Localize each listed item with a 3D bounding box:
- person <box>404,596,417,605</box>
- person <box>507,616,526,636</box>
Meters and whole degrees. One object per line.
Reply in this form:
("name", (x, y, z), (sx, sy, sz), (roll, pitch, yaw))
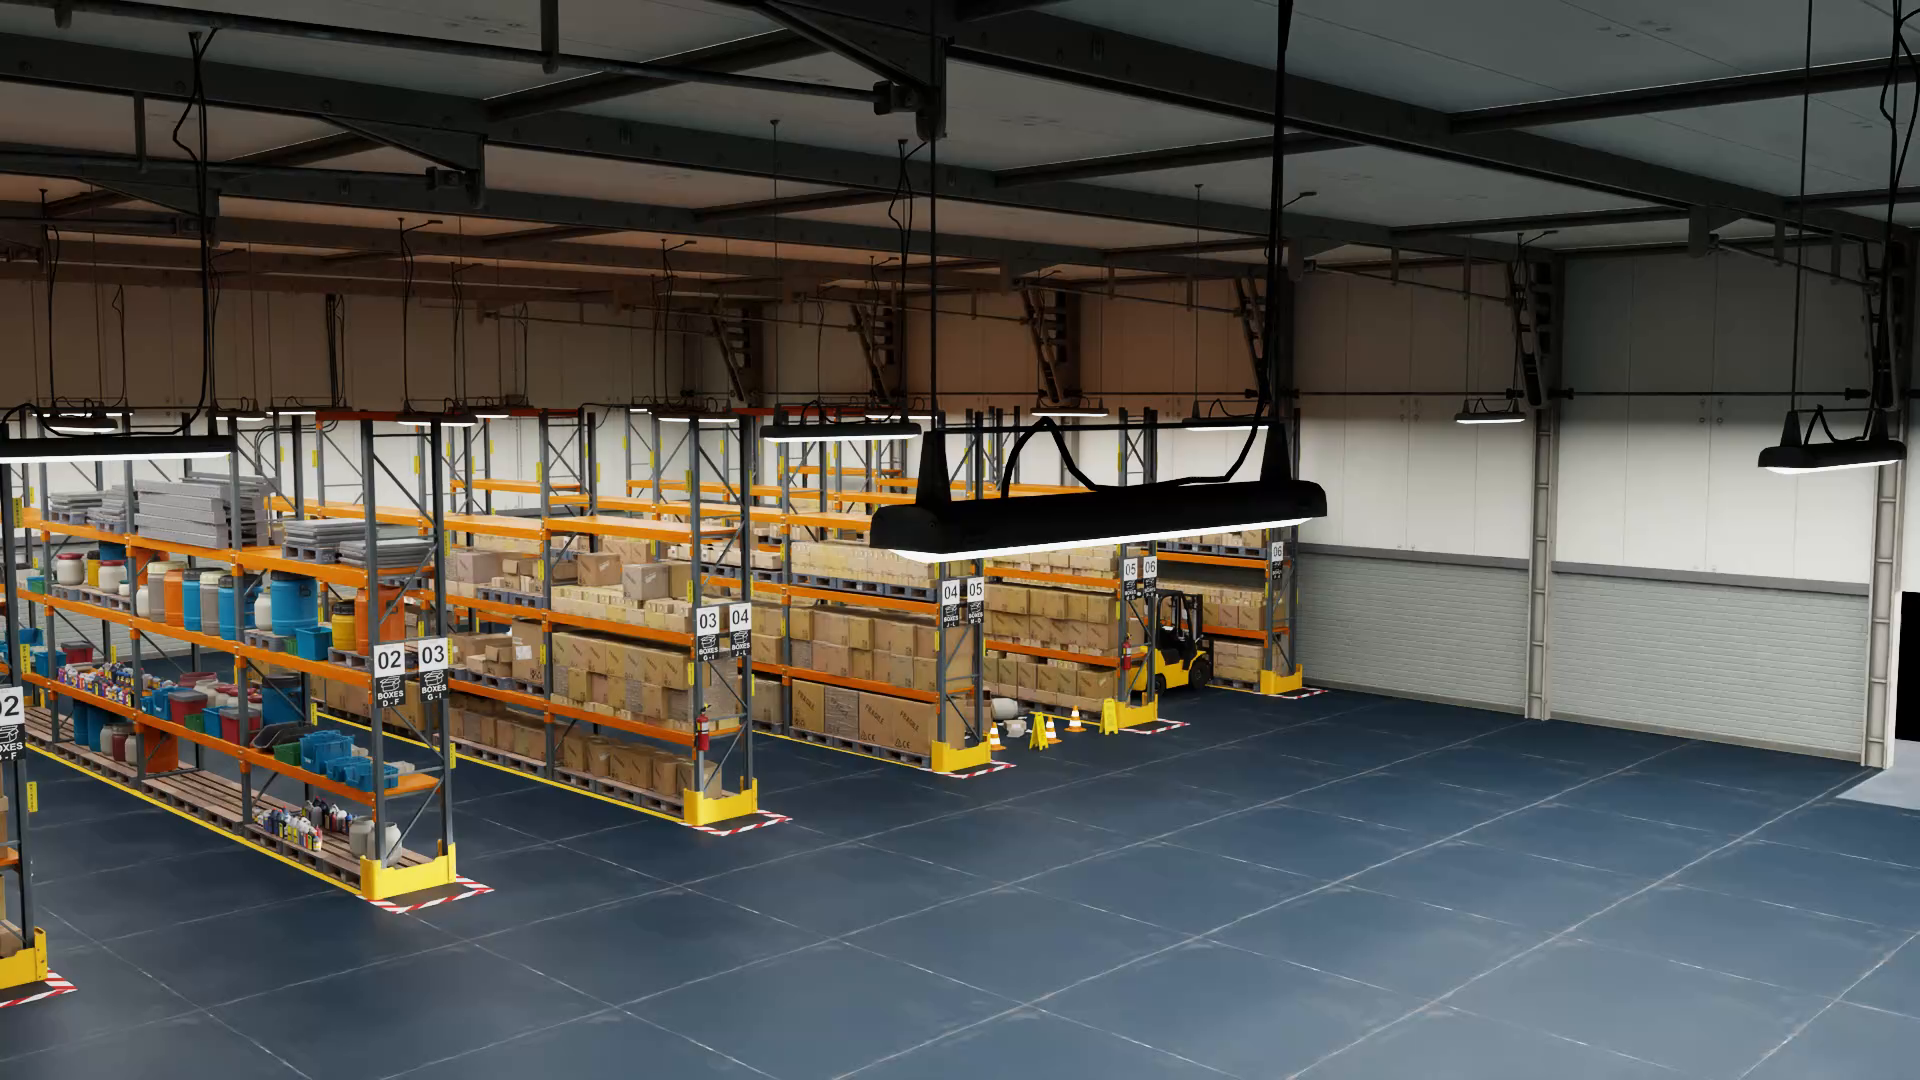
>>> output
("person", (-13.213, 1.952, 39.744), (0.575, 1.741, 0.420), (-2, 6, -24))
("person", (-9.127, 2.416, 34.613), (0.708, 1.768, 0.976), (-5, 7, -44))
